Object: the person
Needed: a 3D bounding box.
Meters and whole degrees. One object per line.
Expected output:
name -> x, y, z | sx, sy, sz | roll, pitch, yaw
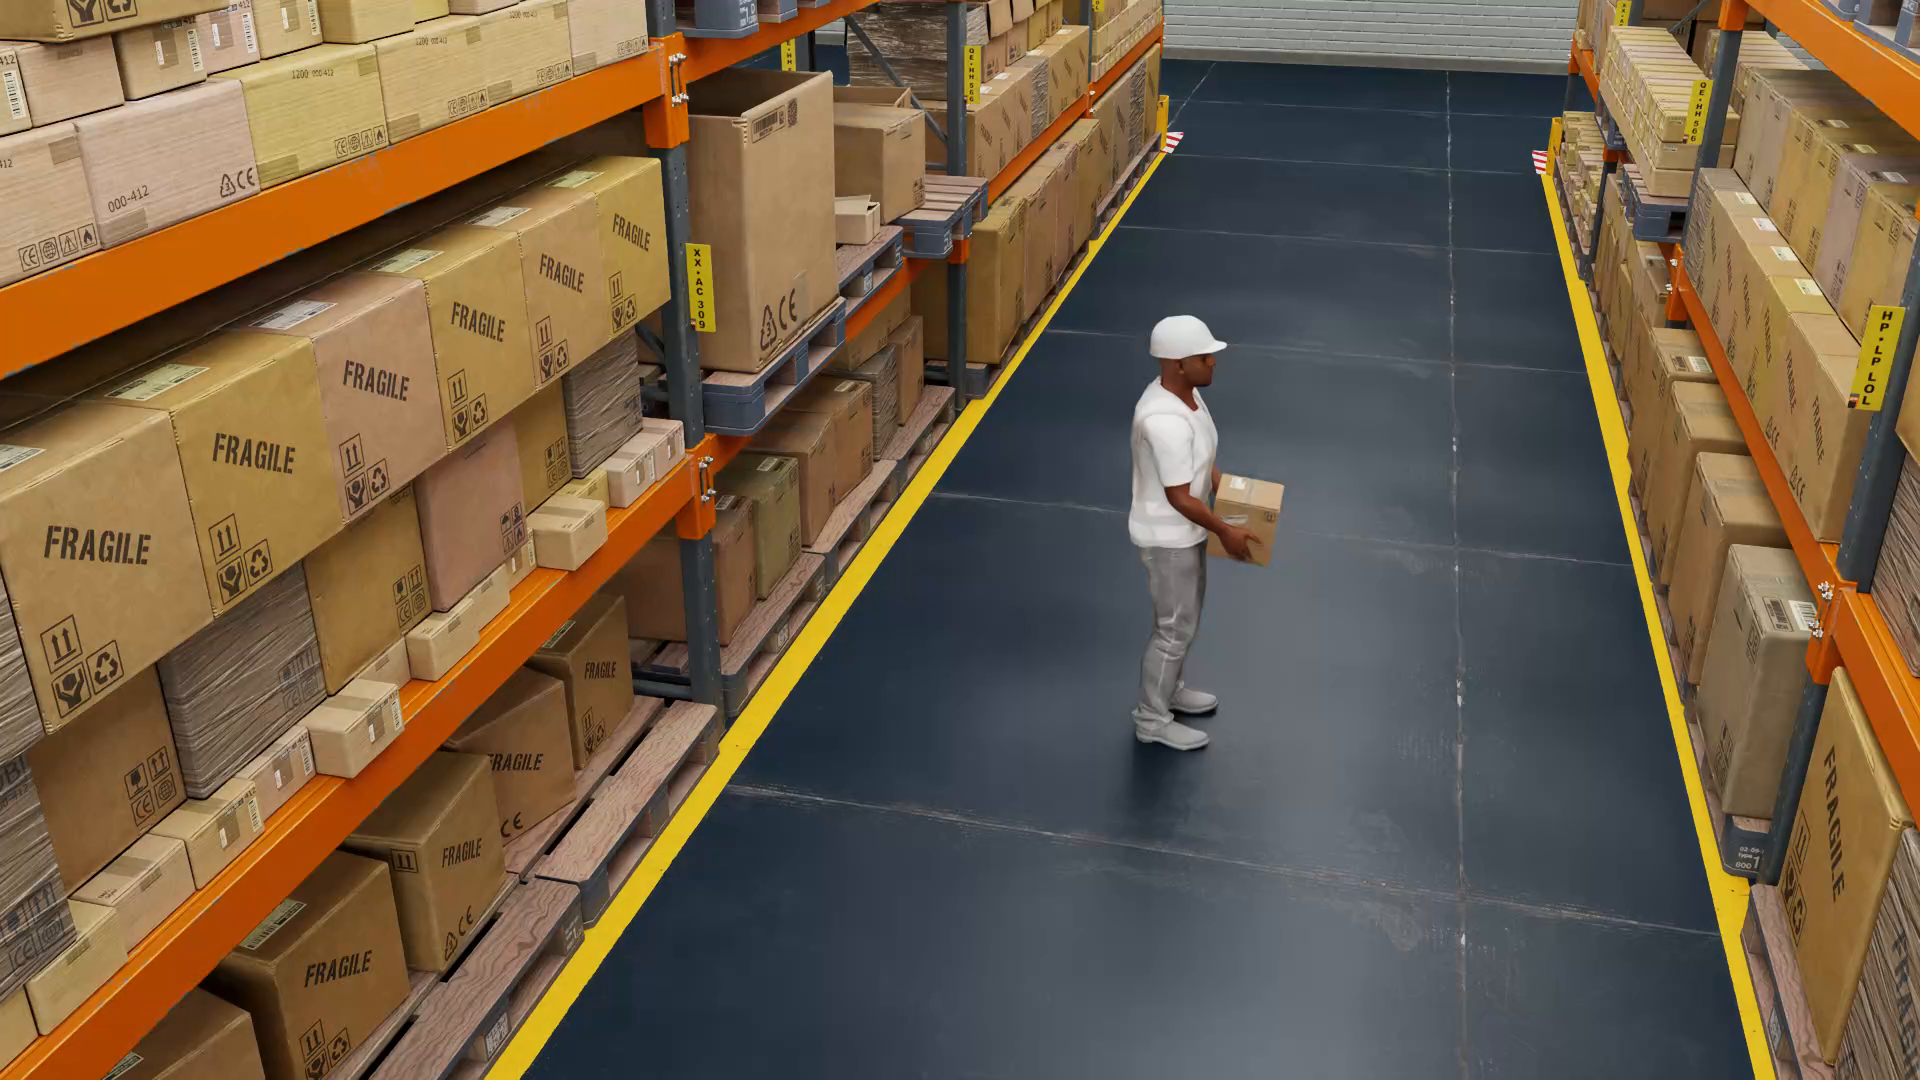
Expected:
person -> 0.940, -0.030, 6.642 | 0.541, 1.770, 0.548 | 6, 26, 13
